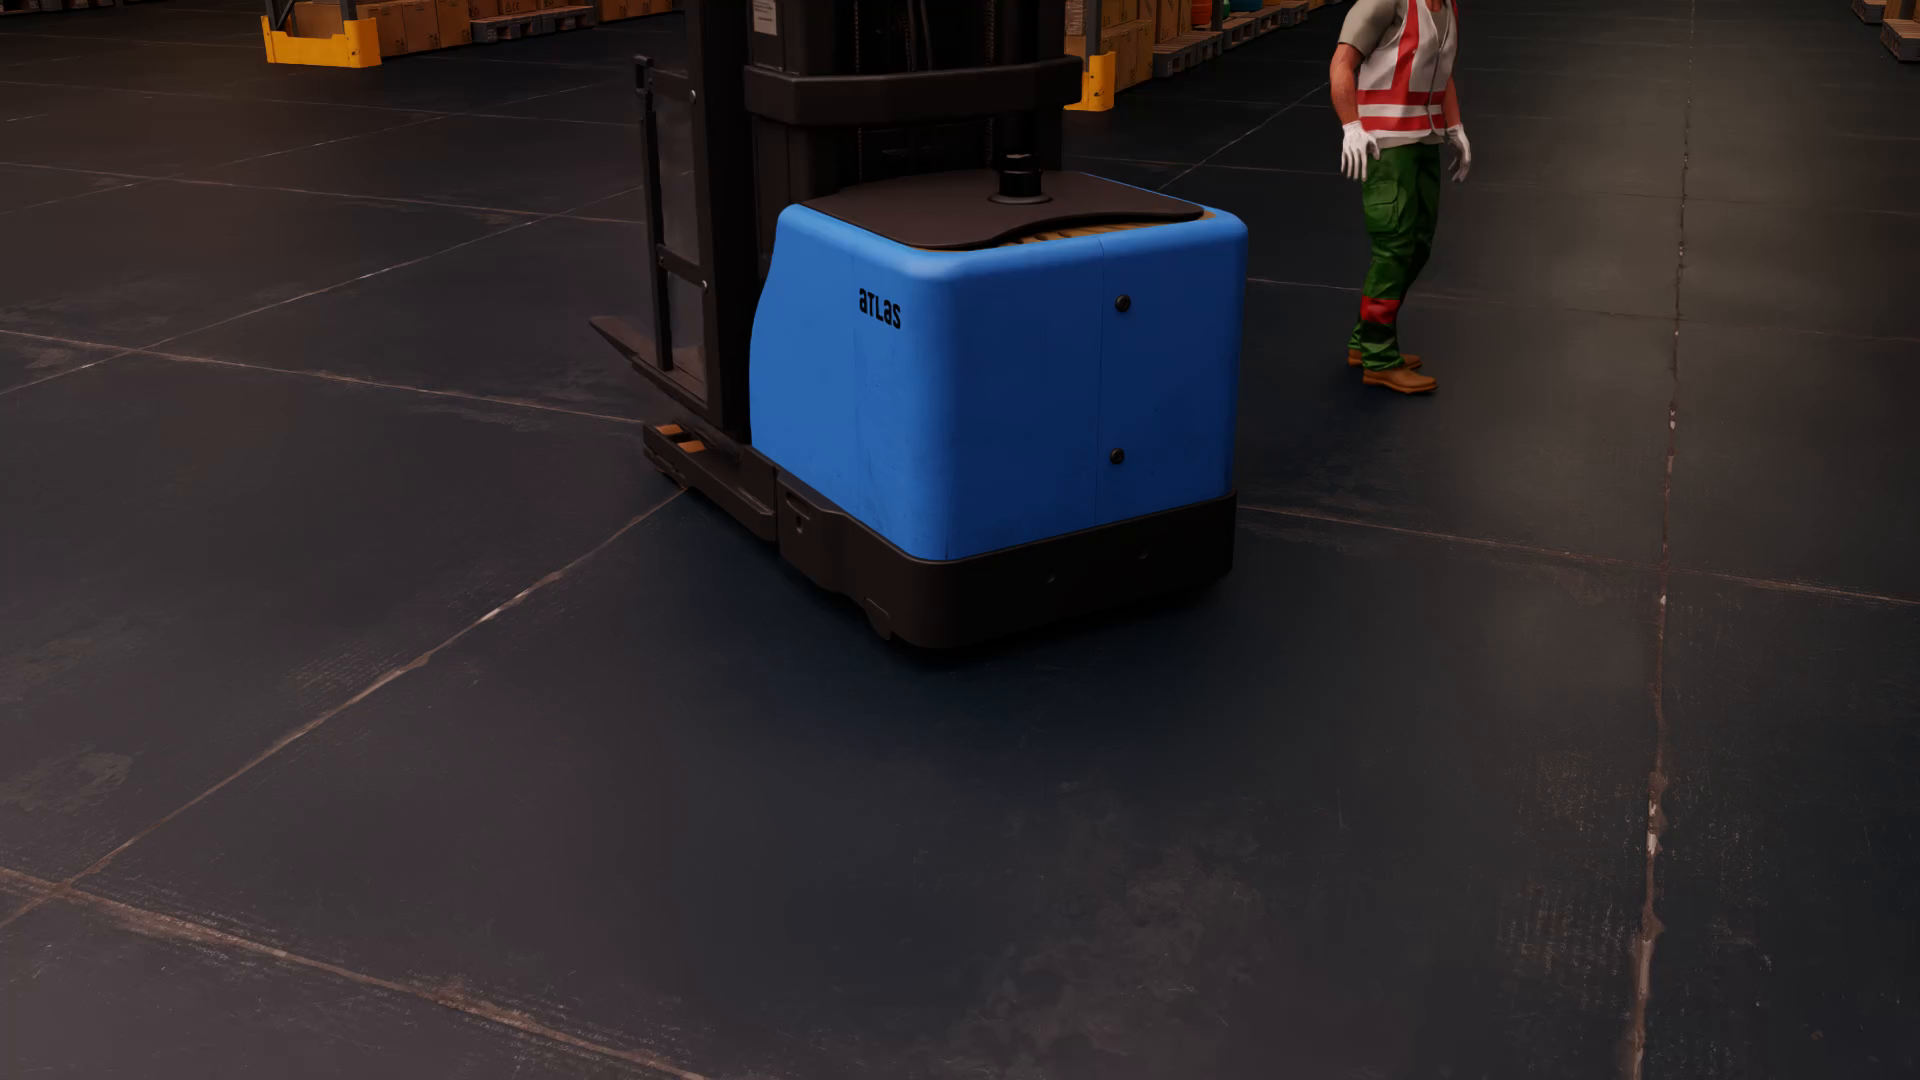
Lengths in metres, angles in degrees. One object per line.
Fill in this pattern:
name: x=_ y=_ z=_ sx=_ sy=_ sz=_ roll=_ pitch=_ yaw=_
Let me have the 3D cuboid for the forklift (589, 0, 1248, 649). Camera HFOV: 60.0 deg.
forklift: x=-0.416 y=-1.596 z=5.111 sx=1.130 sy=2.935 sz=3.031 roll=-13 pitch=26 yaw=-28

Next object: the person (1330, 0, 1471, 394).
person: x=1.744 y=-1.479 z=6.330 sx=0.513 sy=1.777 sz=0.751 roll=20 pitch=30 yaw=39
